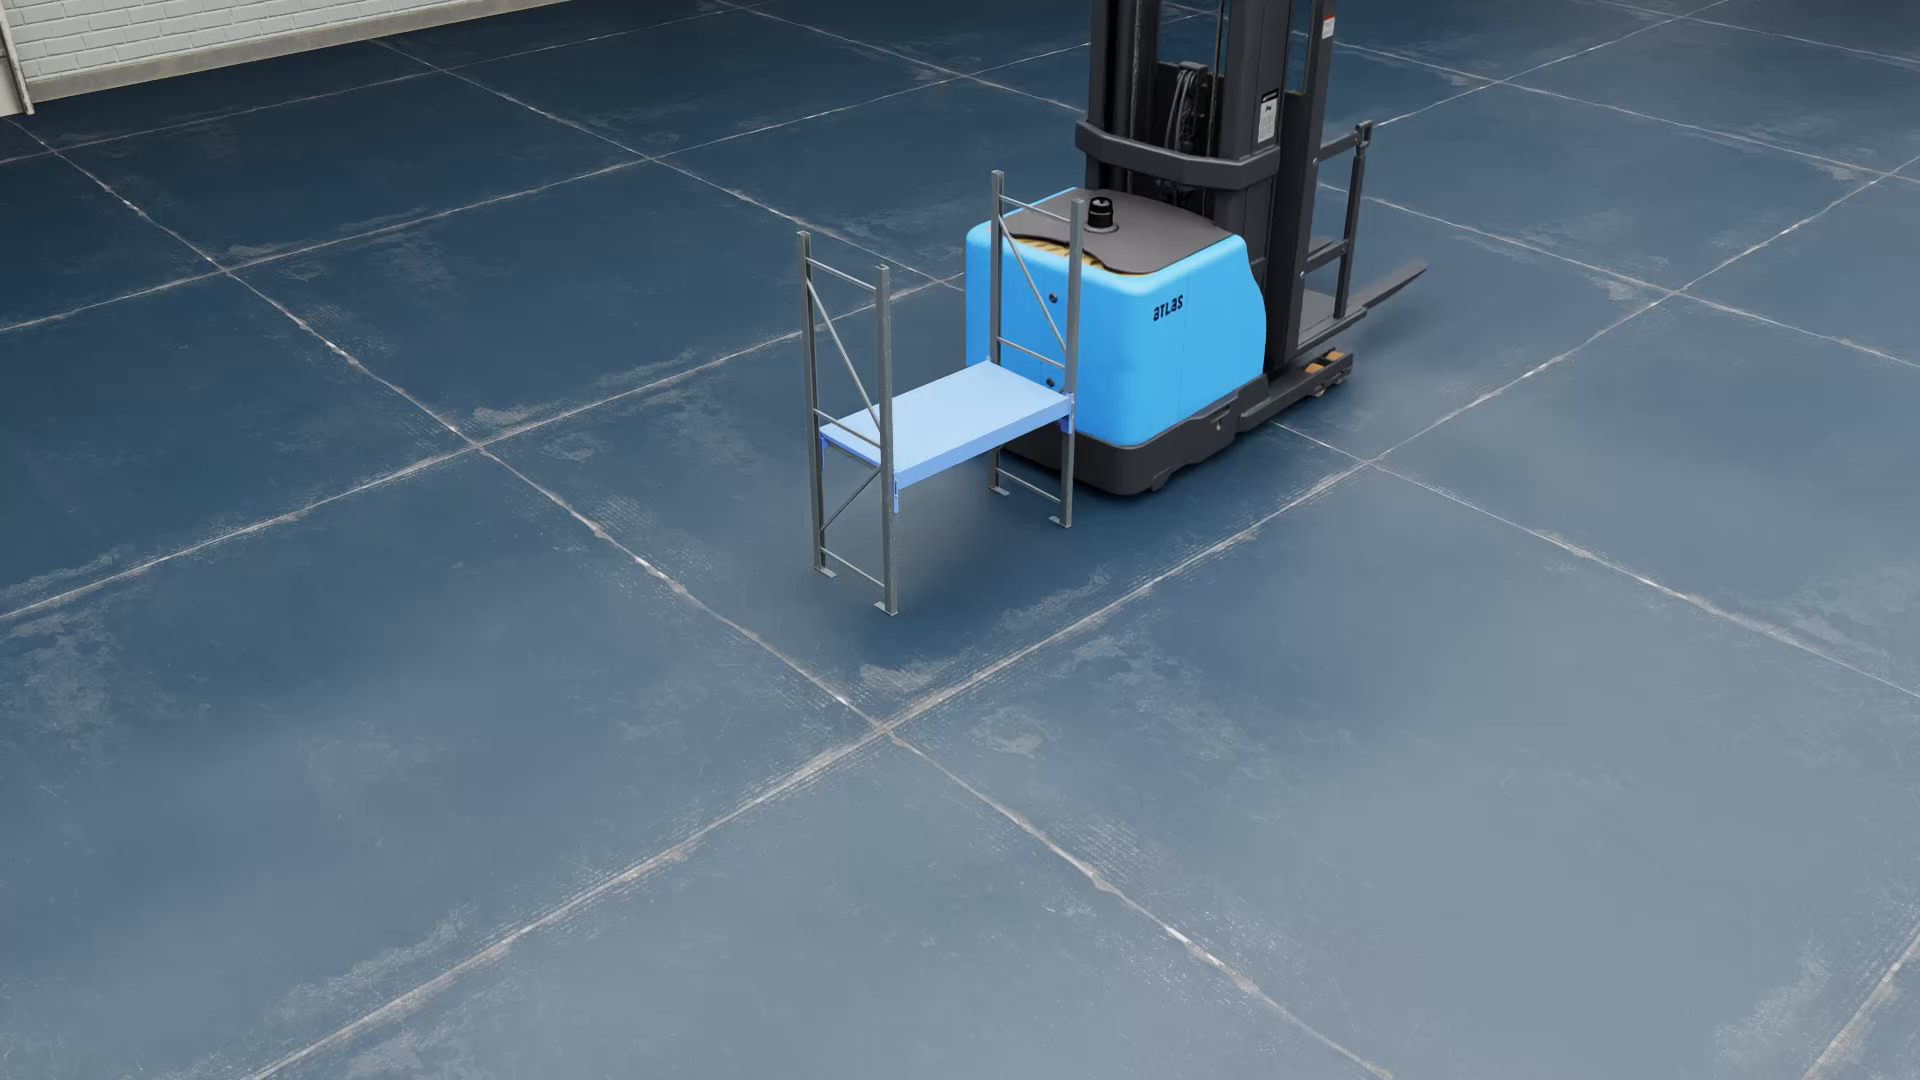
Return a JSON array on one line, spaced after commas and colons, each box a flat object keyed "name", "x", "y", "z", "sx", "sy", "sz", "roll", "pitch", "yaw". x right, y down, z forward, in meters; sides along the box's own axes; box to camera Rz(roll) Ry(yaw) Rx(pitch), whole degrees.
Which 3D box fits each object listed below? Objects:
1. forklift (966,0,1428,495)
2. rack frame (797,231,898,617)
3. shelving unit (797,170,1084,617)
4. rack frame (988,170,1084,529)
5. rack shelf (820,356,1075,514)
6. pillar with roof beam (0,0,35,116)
[{"name": "forklift", "x": 1.371, "y": -2.136, "z": 7.933, "sx": 1.130, "sy": 2.935, "sz": 3.031, "roll": 25, "pitch": 39, "yaw": 35}, {"name": "rack frame", "x": -0.435, "y": -0.429, "z": 6.514, "sx": 0.032, "sy": 1.500, "sz": 0.500, "roll": -26, "pitch": 40, "yaw": -35}, {"name": "shelving unit", "x": -0.063, "y": -0.610, "z": 6.809, "sx": 1.048, "sy": 1.500, "sz": 0.538, "roll": -26, "pitch": 40, "yaw": -35}, {"name": "rack frame", "x": 0.310, "y": -0.790, "z": 7.104, "sx": 0.032, "sy": 1.500, "sz": 0.500, "roll": -26, "pitch": 40, "yaw": -35}, {"name": "rack shelf", "x": -0.063, "y": -0.456, "z": 6.903, "sx": 1.000, "sy": 0.185, "sz": 0.538, "roll": -26, "pitch": 40, "yaw": -35}, {"name": "pillar with roof beam", "x": -4.272, "y": -5.389, "z": 7.437, "sx": 0.400, "sy": 9.000, "sz": 9.100, "roll": -26, "pitch": 40, "yaw": -35}]
